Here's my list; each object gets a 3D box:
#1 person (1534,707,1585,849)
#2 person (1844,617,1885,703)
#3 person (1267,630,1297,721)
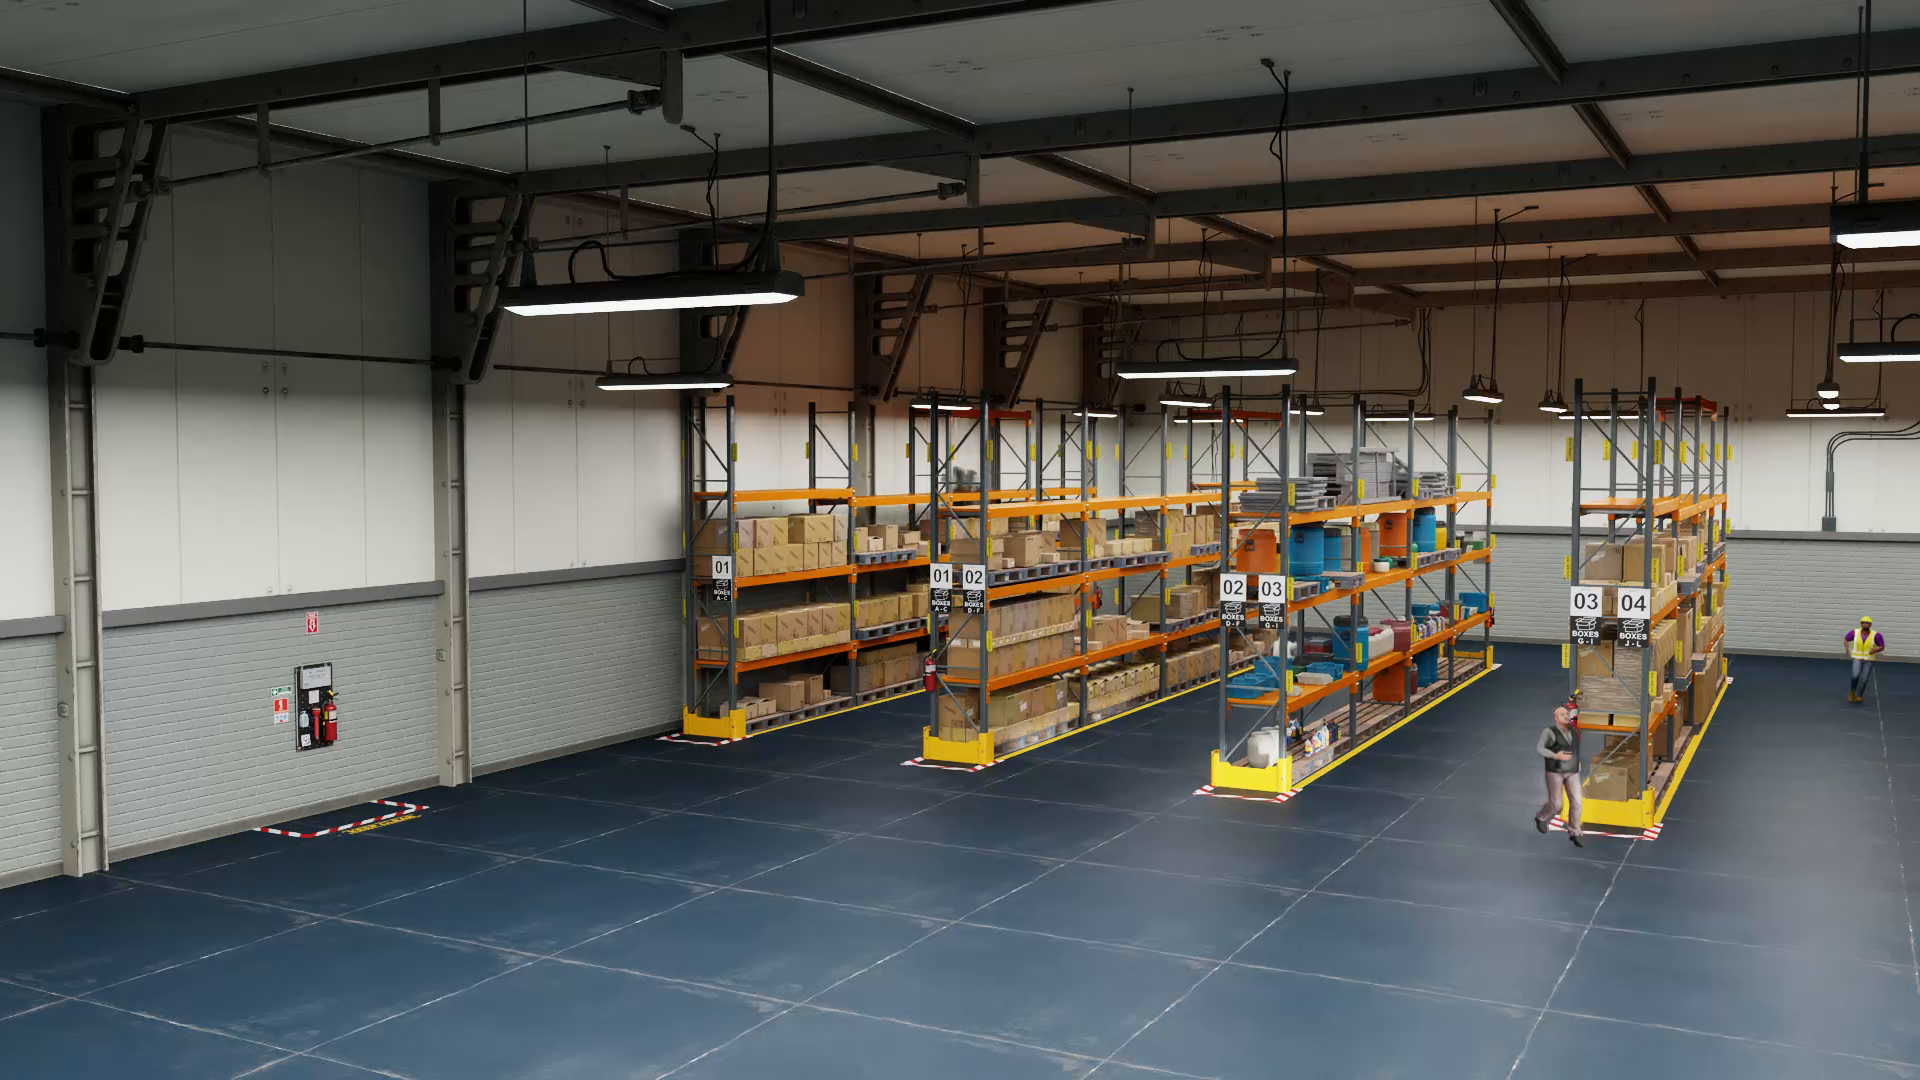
[{"bbox_3d":[7.713,3.018,21.361,0.666,1.743,0.824,-1,3,-12],"label":"person"},{"bbox_3d":[17.976,2.387,33.078,0.724,1.738,0.573,2,3,30],"label":"person"},{"bbox_3d":[6.063,2.496,31.204,0.656,1.745,0.615,2,3,29],"label":"person"}]
